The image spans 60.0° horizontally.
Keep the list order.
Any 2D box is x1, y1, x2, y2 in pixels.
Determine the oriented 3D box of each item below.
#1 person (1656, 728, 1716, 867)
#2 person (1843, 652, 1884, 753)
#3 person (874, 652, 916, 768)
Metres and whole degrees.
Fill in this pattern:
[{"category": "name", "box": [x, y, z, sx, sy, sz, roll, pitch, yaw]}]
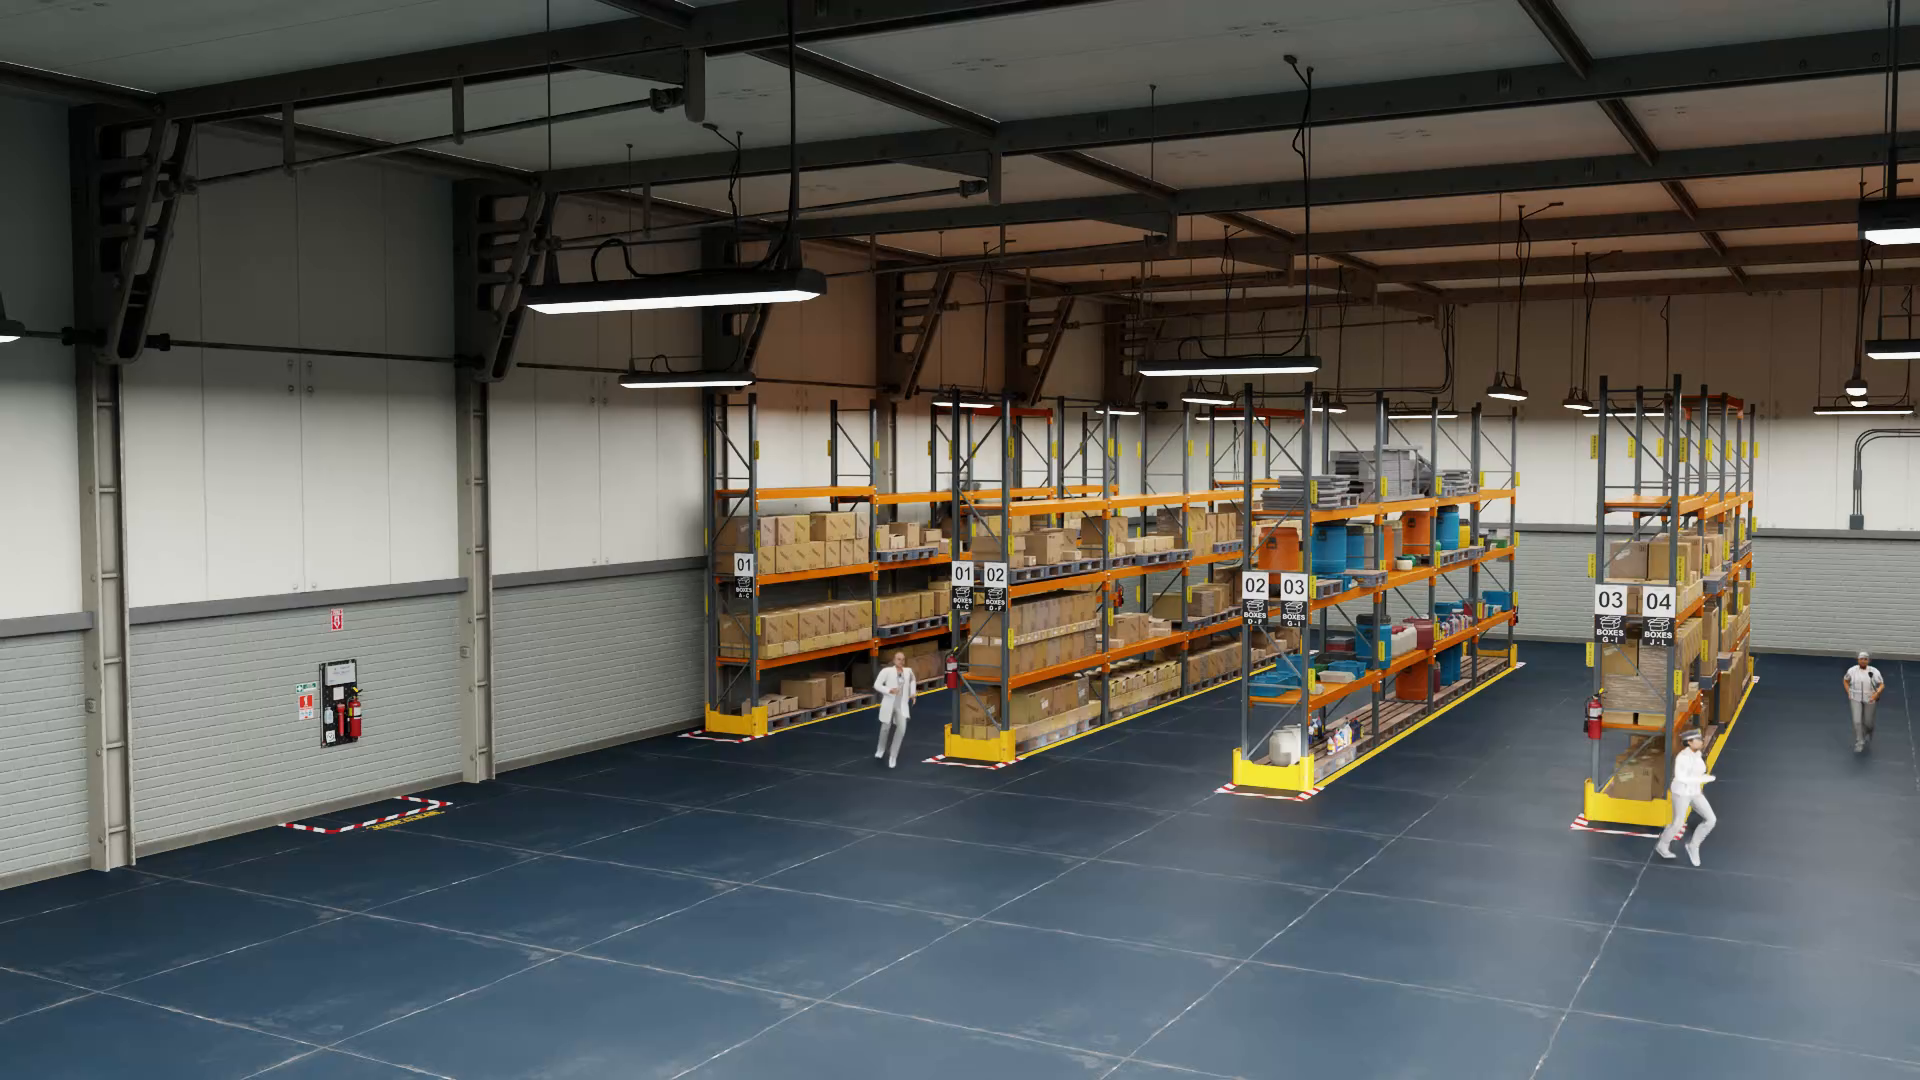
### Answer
[{"category": "person", "box": [8.757, 3.075, 20.026, 0.641, 1.679, 0.788, -2, 4, -34]}, {"category": "person", "box": [15.094, 2.684, 27.796, 0.618, 1.641, 0.742, 2, 4, 31]}, {"category": "person", "box": [-1.031, 2.695, 26.605, 0.750, 1.821, 0.842, -1, 3, -15]}]
